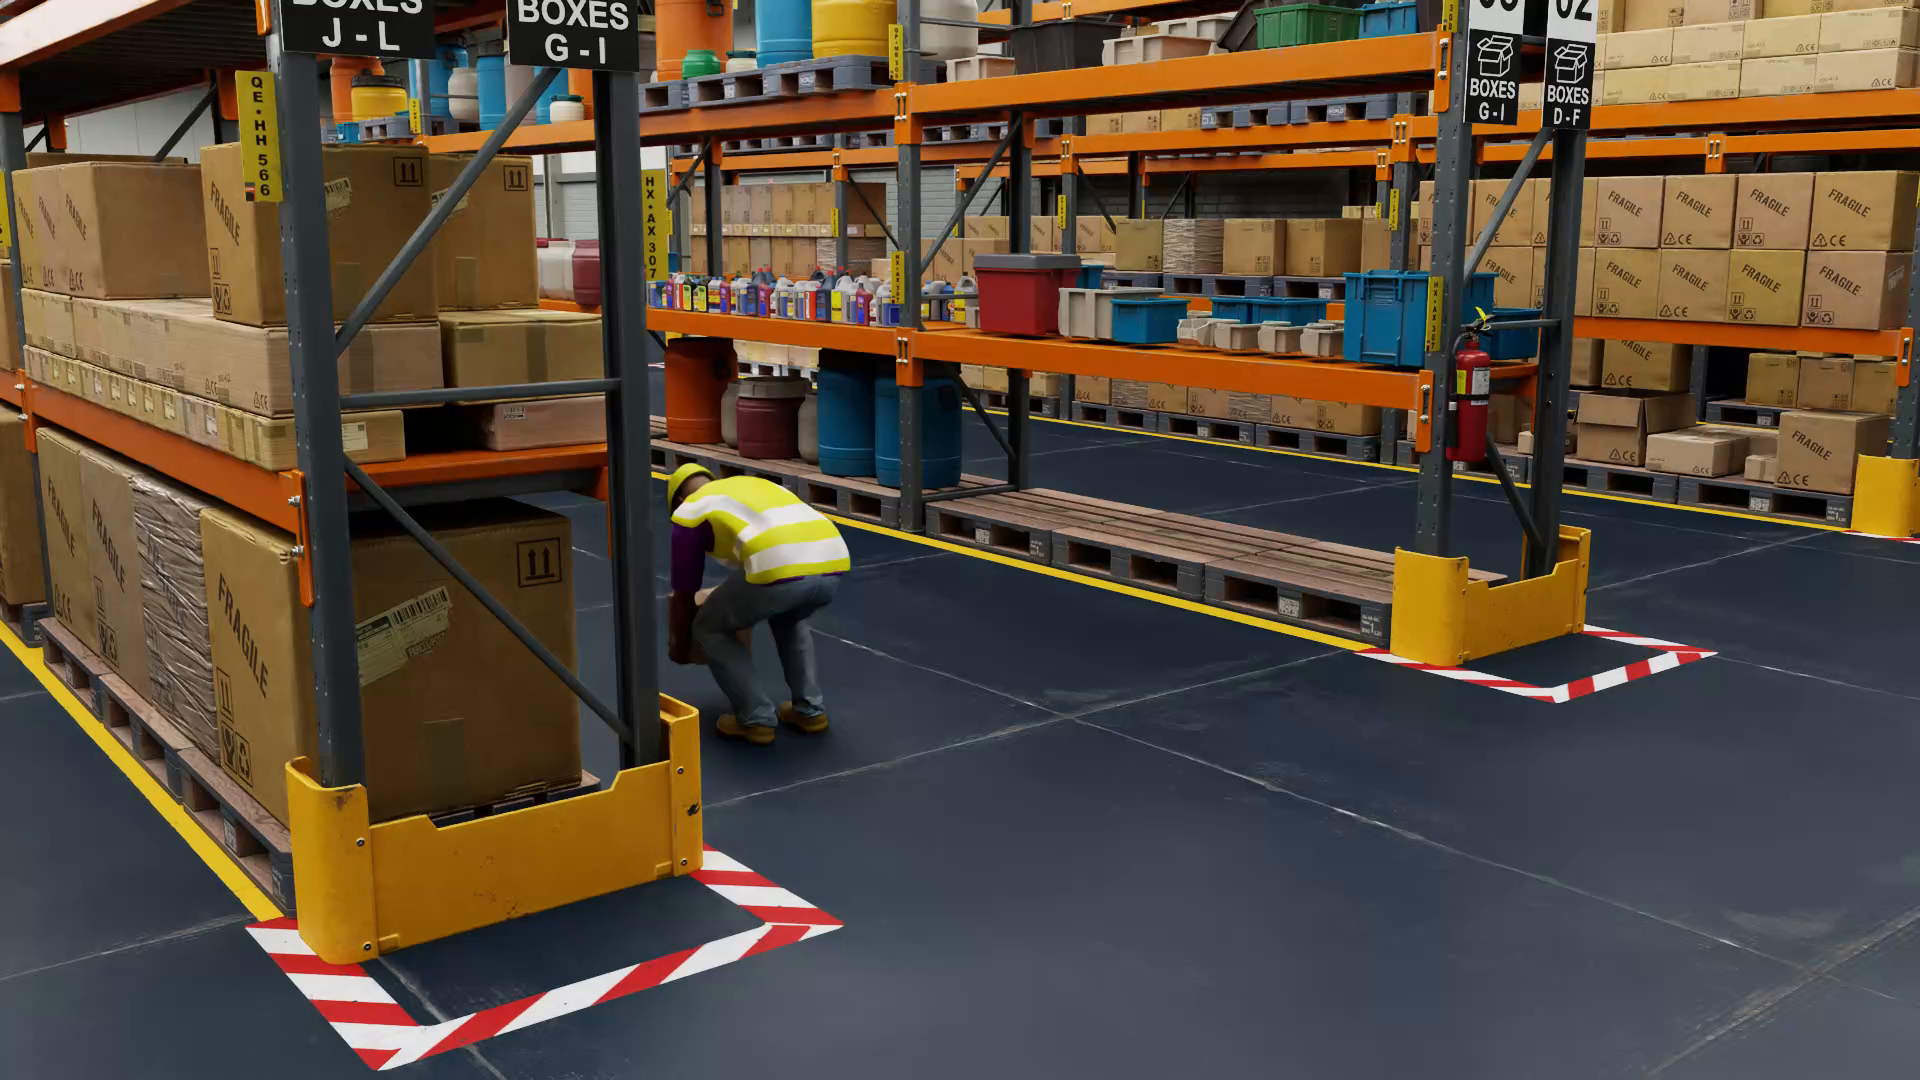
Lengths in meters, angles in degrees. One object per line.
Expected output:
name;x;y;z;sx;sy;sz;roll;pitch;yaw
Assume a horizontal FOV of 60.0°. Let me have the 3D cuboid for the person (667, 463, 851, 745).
person;-0.853;0.237;6.626;0.523;1.016;0.960;-9;14;-40
